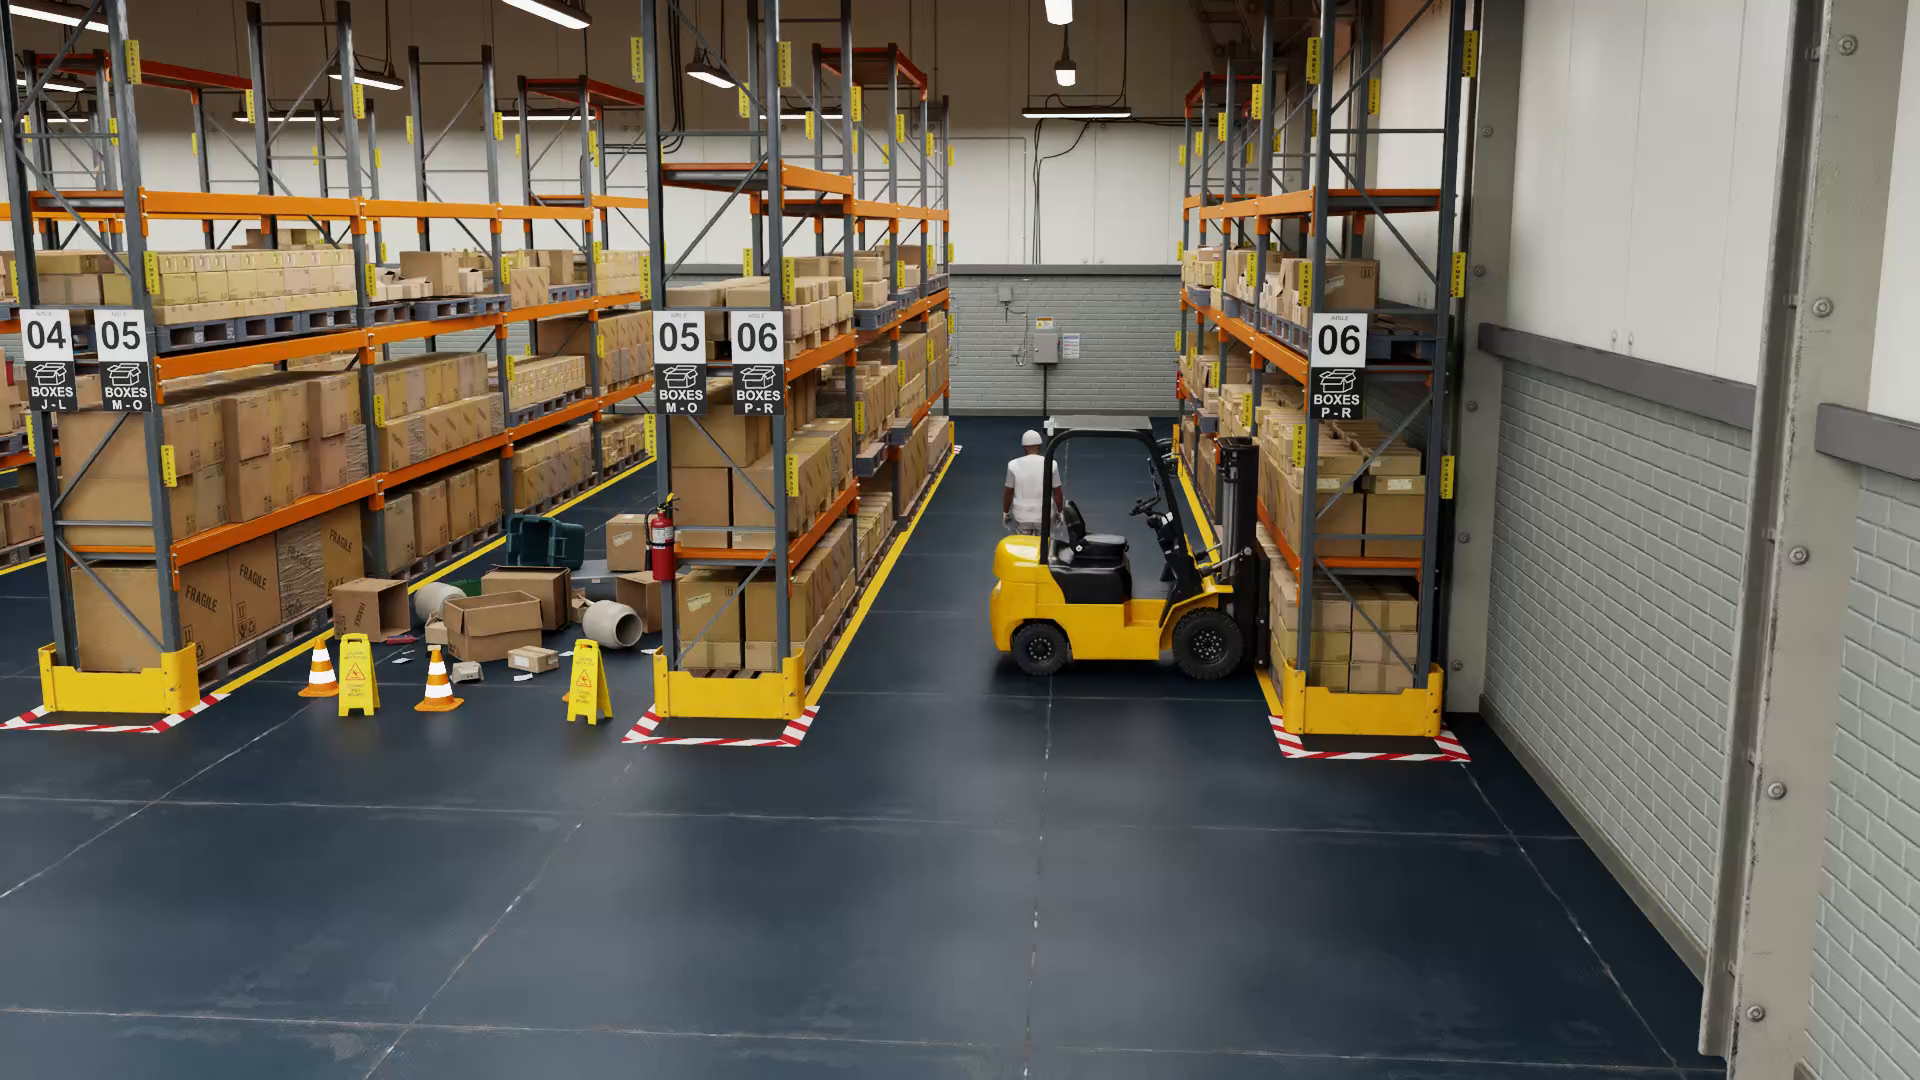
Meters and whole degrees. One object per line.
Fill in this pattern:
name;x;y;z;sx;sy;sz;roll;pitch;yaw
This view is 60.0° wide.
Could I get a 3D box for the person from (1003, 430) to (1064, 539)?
person;0.759;-0.243;17.192;0.630;1.774;0.451;0;11;2
